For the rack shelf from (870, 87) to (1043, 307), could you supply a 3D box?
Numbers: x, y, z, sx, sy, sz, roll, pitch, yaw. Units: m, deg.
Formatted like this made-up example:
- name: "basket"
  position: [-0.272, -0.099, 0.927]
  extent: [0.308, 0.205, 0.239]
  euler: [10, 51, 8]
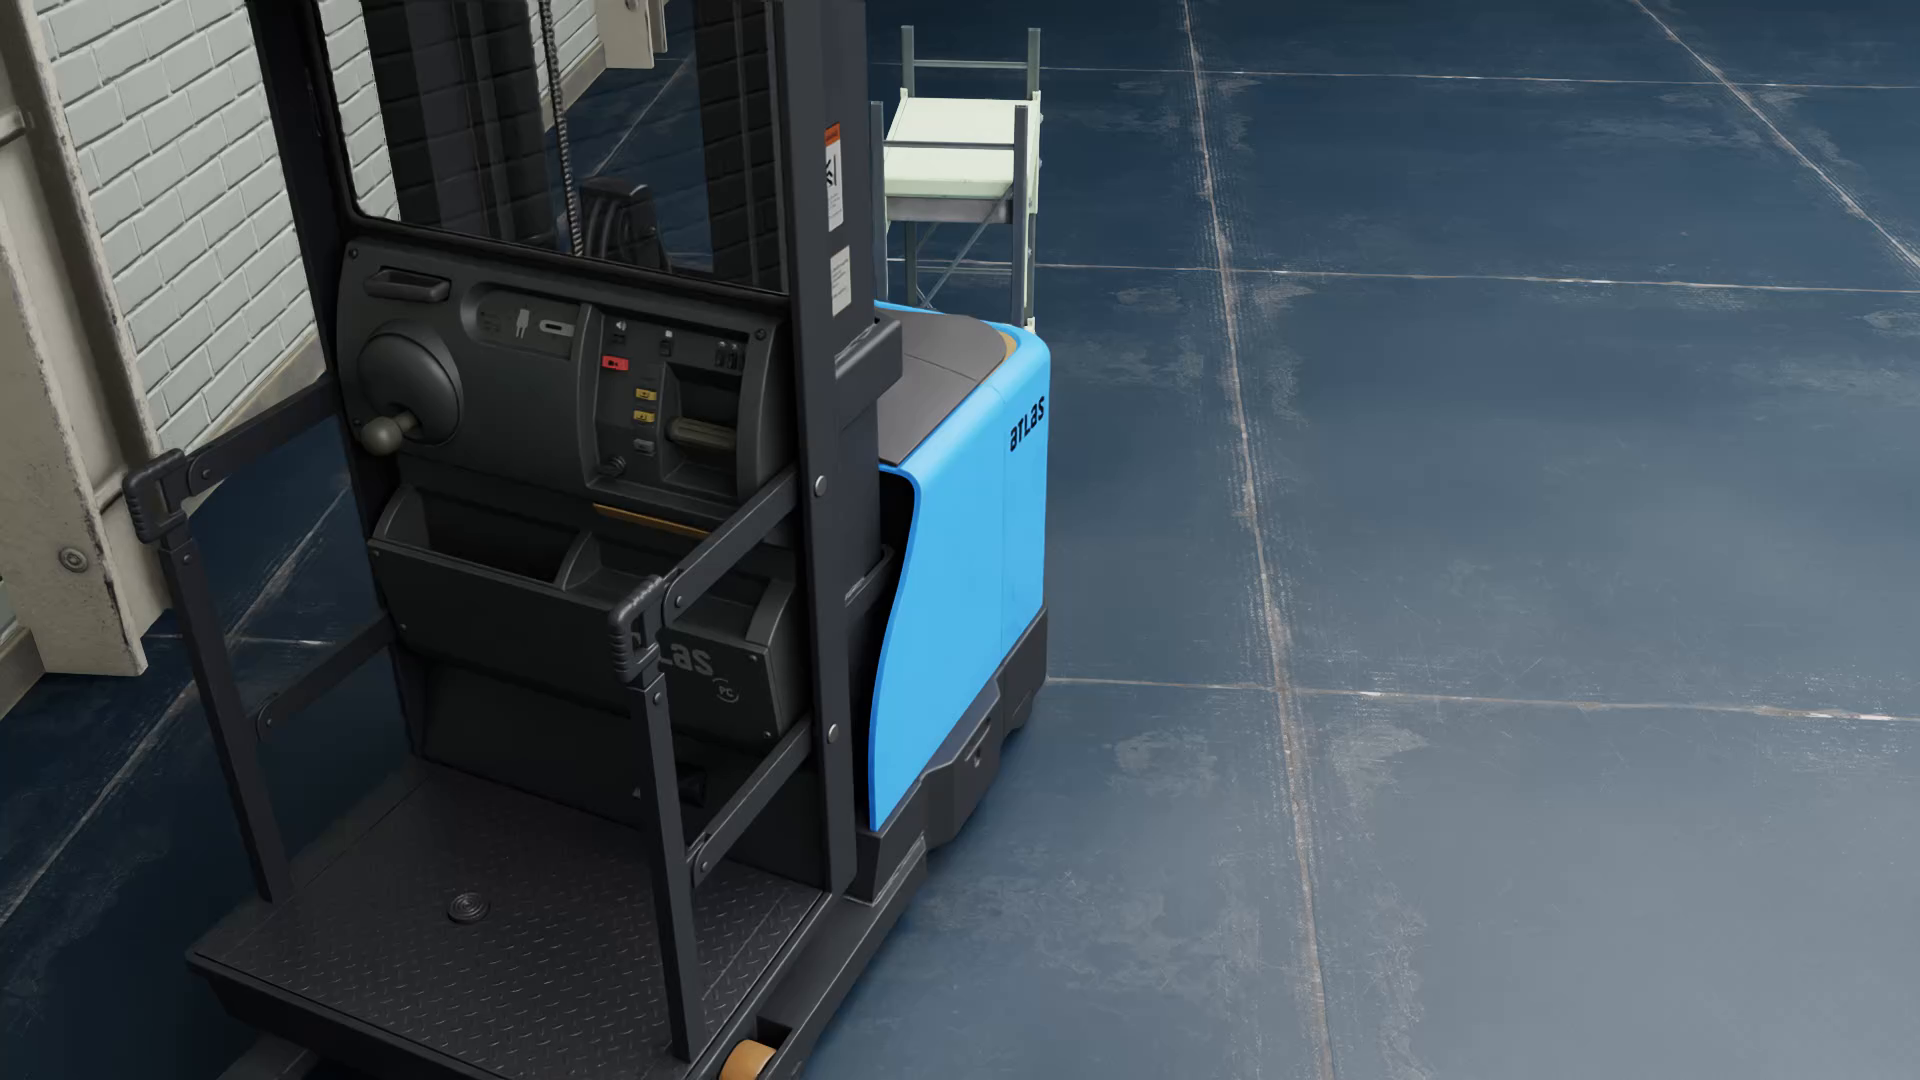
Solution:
- name: "rack shelf"
  position: [0.001, -0.974, 4.657]
  extent: [0.431, 0.370, 0.720]
  euler: [2, 32, 4]

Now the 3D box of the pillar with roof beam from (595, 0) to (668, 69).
- name: "pillar with roof beam"
  position: [2.355, -6.515, 7.244]
  extent: [9.100, 9.000, 0.400]
  euler: [2, 32, 4]

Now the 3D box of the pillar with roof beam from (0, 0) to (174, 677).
- name: "pillar with roof beam"
  position: [1.866, -3.377, 2.153]
  extent: [9.100, 9.000, 0.400]
  euler: [2, 32, 4]

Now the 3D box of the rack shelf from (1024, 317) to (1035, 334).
- name: "rack shelf"
  position: [0.001, -0.364, 5.033]
  extent: [0.431, 0.370, 0.720]
  euler: [2, 32, 4]

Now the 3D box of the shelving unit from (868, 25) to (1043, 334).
- name: "shelving unit"
  position: [0.001, -0.642, 4.862]
  extent: [0.431, 1.500, 0.755]
  euler: [2, 32, 4]

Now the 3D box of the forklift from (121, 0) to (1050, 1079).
- name: "forklift"
  position: [-0.835, -0.240, 2.846]
  extent: [1.130, 2.935, 3.031]
  euler: [13, 34, 21]

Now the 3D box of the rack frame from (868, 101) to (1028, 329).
- name: "rack frame"
  position: [-0.029, -0.451, 4.552]
  extent: [0.400, 1.500, 0.023]
  euler: [2, 32, 4]

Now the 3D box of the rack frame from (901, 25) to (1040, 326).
- name: "rack frame"
  position: [0.030, -0.833, 5.173]
  extent: [0.400, 1.500, 0.023]
  euler: [2, 32, 4]
